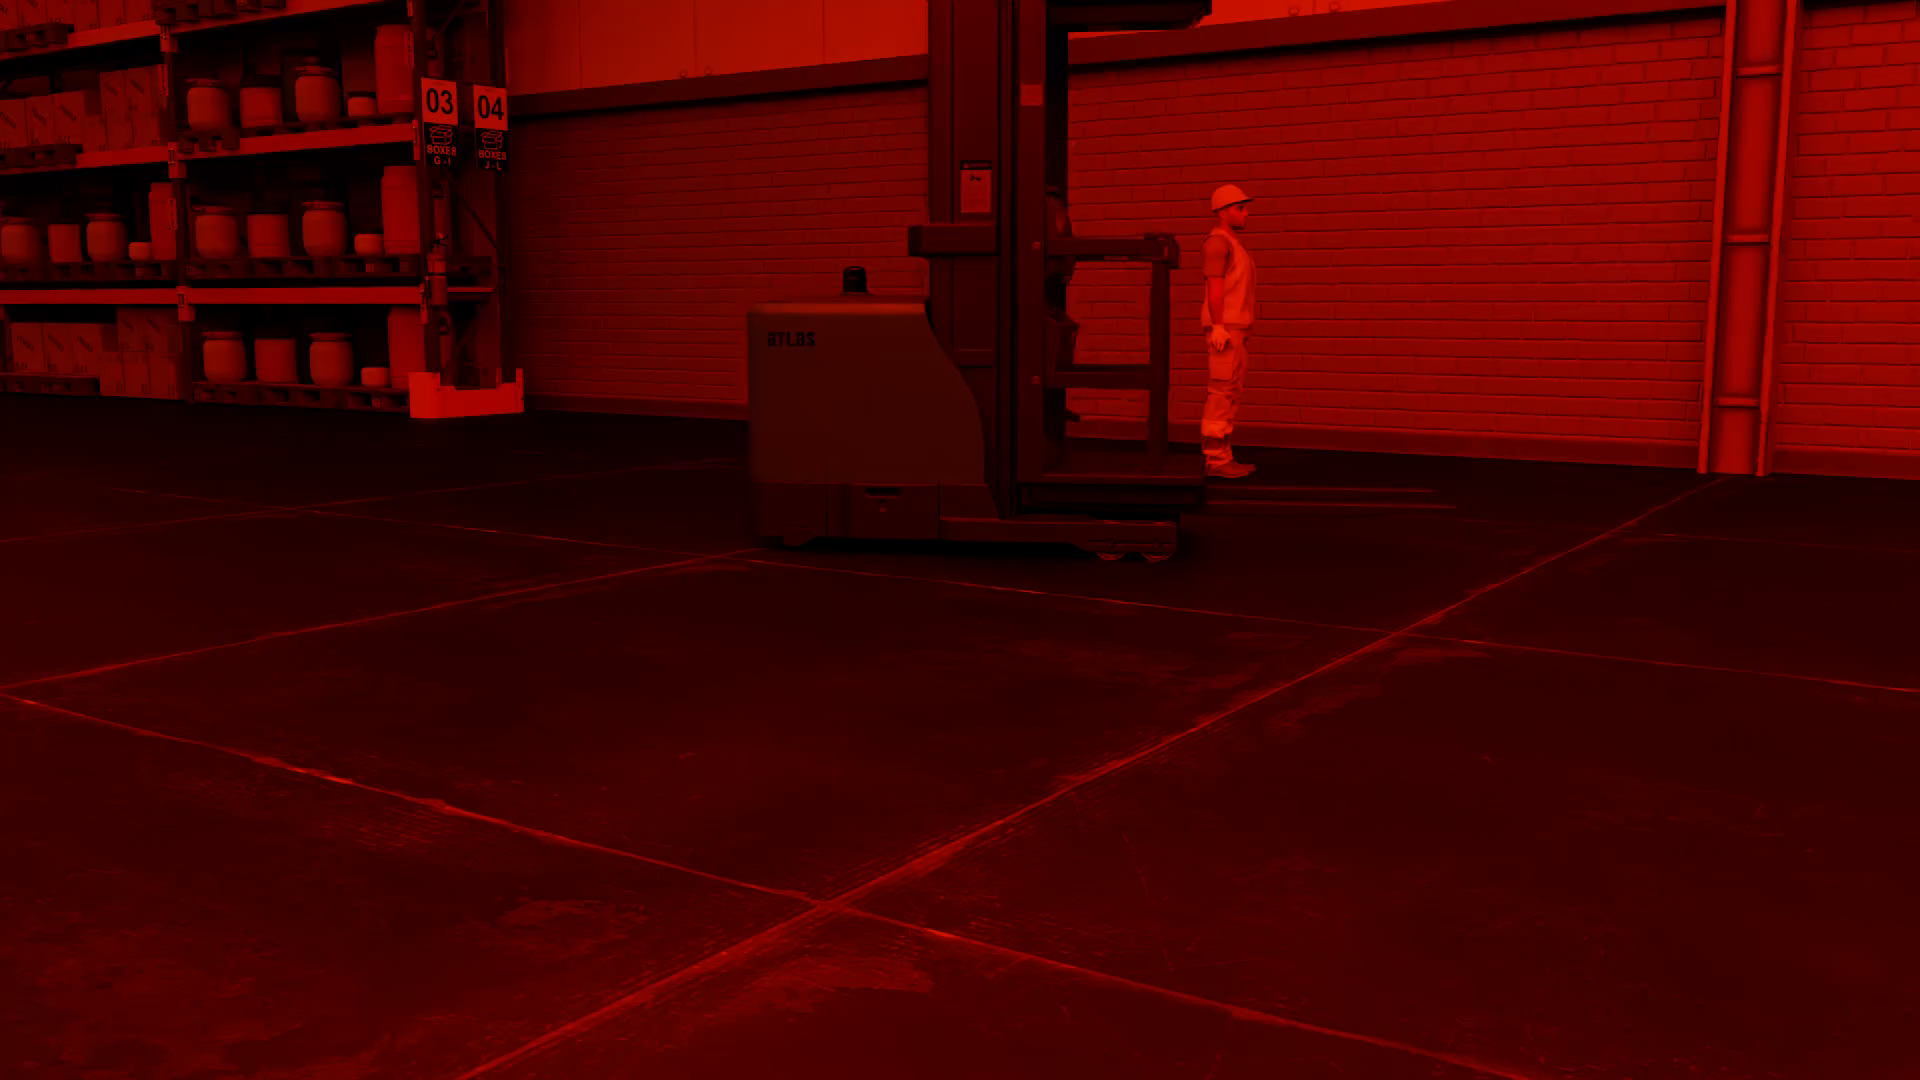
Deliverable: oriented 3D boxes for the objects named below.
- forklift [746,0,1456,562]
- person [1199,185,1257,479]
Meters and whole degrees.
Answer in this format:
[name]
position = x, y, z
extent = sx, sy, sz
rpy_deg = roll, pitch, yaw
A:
[forklift]
position = 0.626, -1.441, 7.325
extent = 3.031, 2.935, 1.130
rpy_deg = 1, 8, 8
[person]
position = 1.681, -1.292, 10.331
extent = 0.354, 1.795, 0.559
rpy_deg = 3, 9, 20
